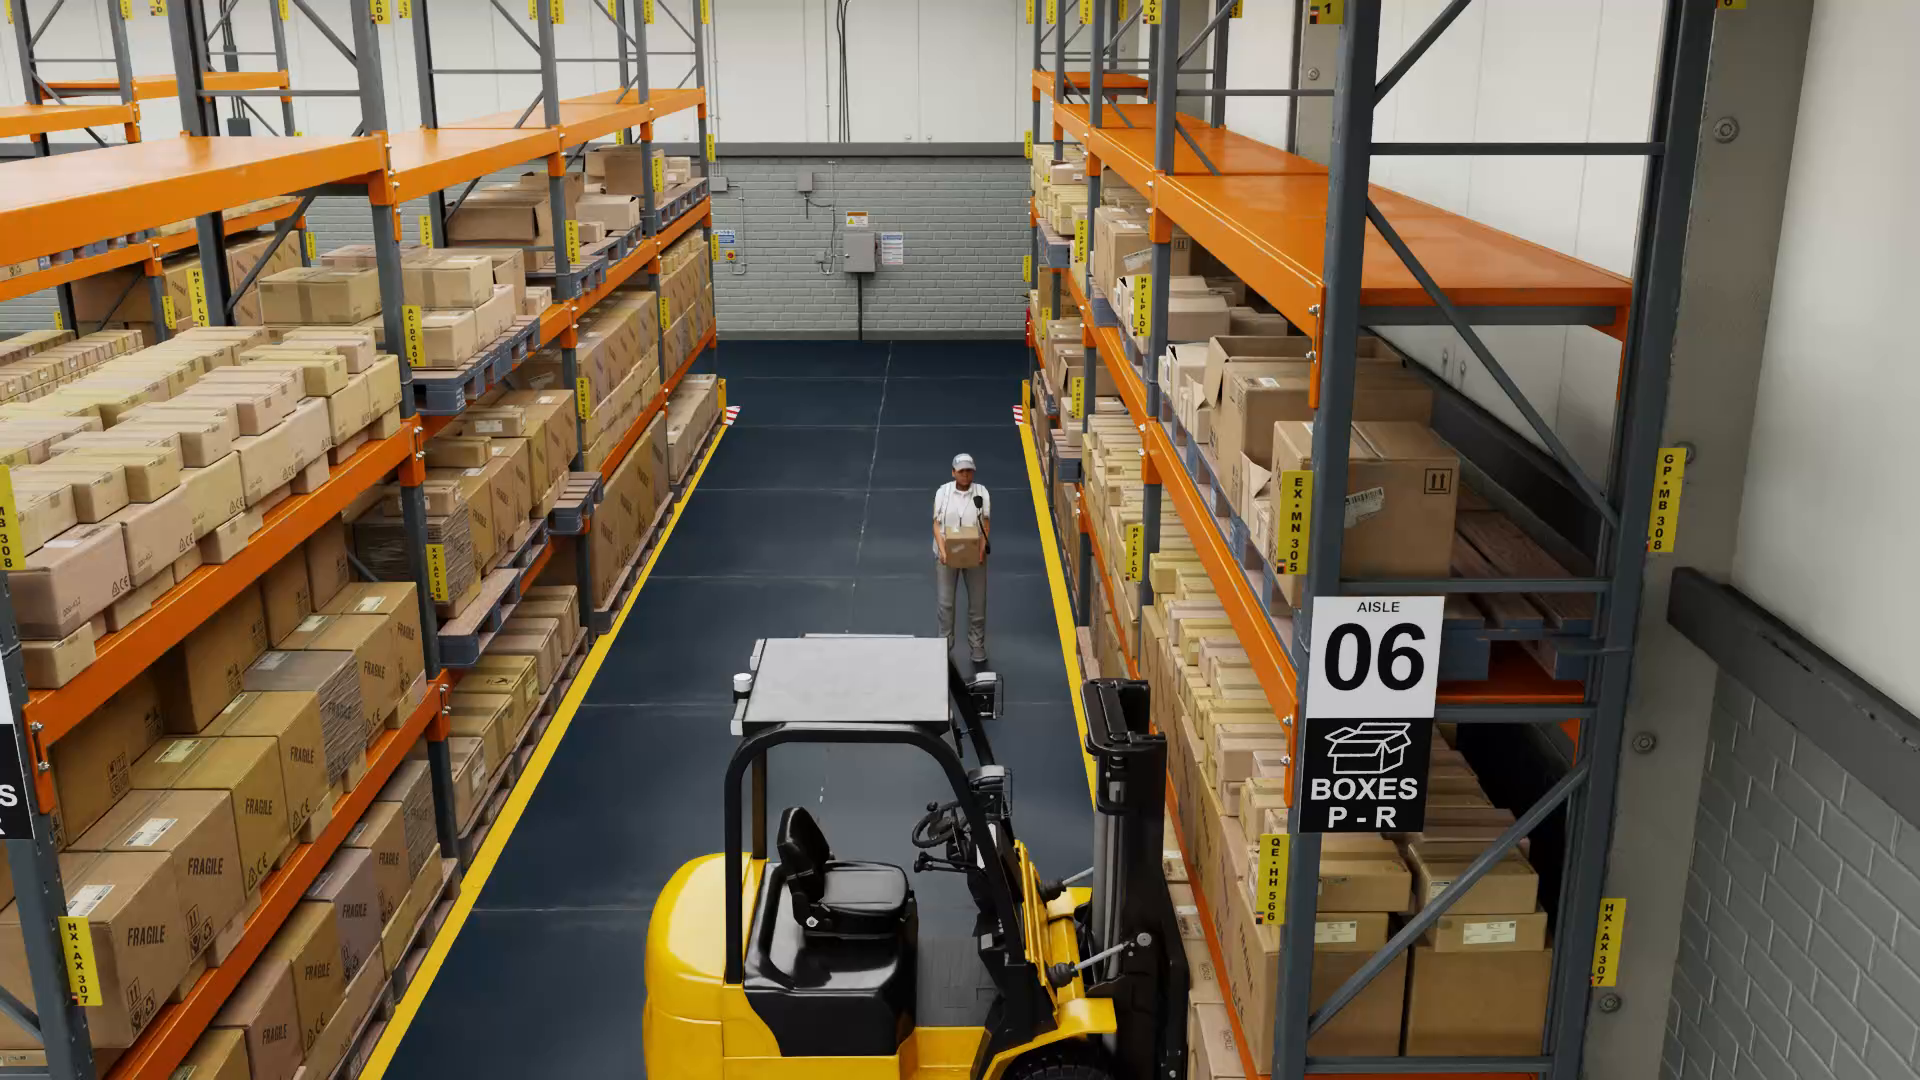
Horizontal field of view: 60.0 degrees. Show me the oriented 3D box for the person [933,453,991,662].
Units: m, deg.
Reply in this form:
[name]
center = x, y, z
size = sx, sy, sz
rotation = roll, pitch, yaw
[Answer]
[person]
center = 0.017, 0.156, 13.054
size = 0.453, 1.653, 0.541
rotation = -1, 17, -2
